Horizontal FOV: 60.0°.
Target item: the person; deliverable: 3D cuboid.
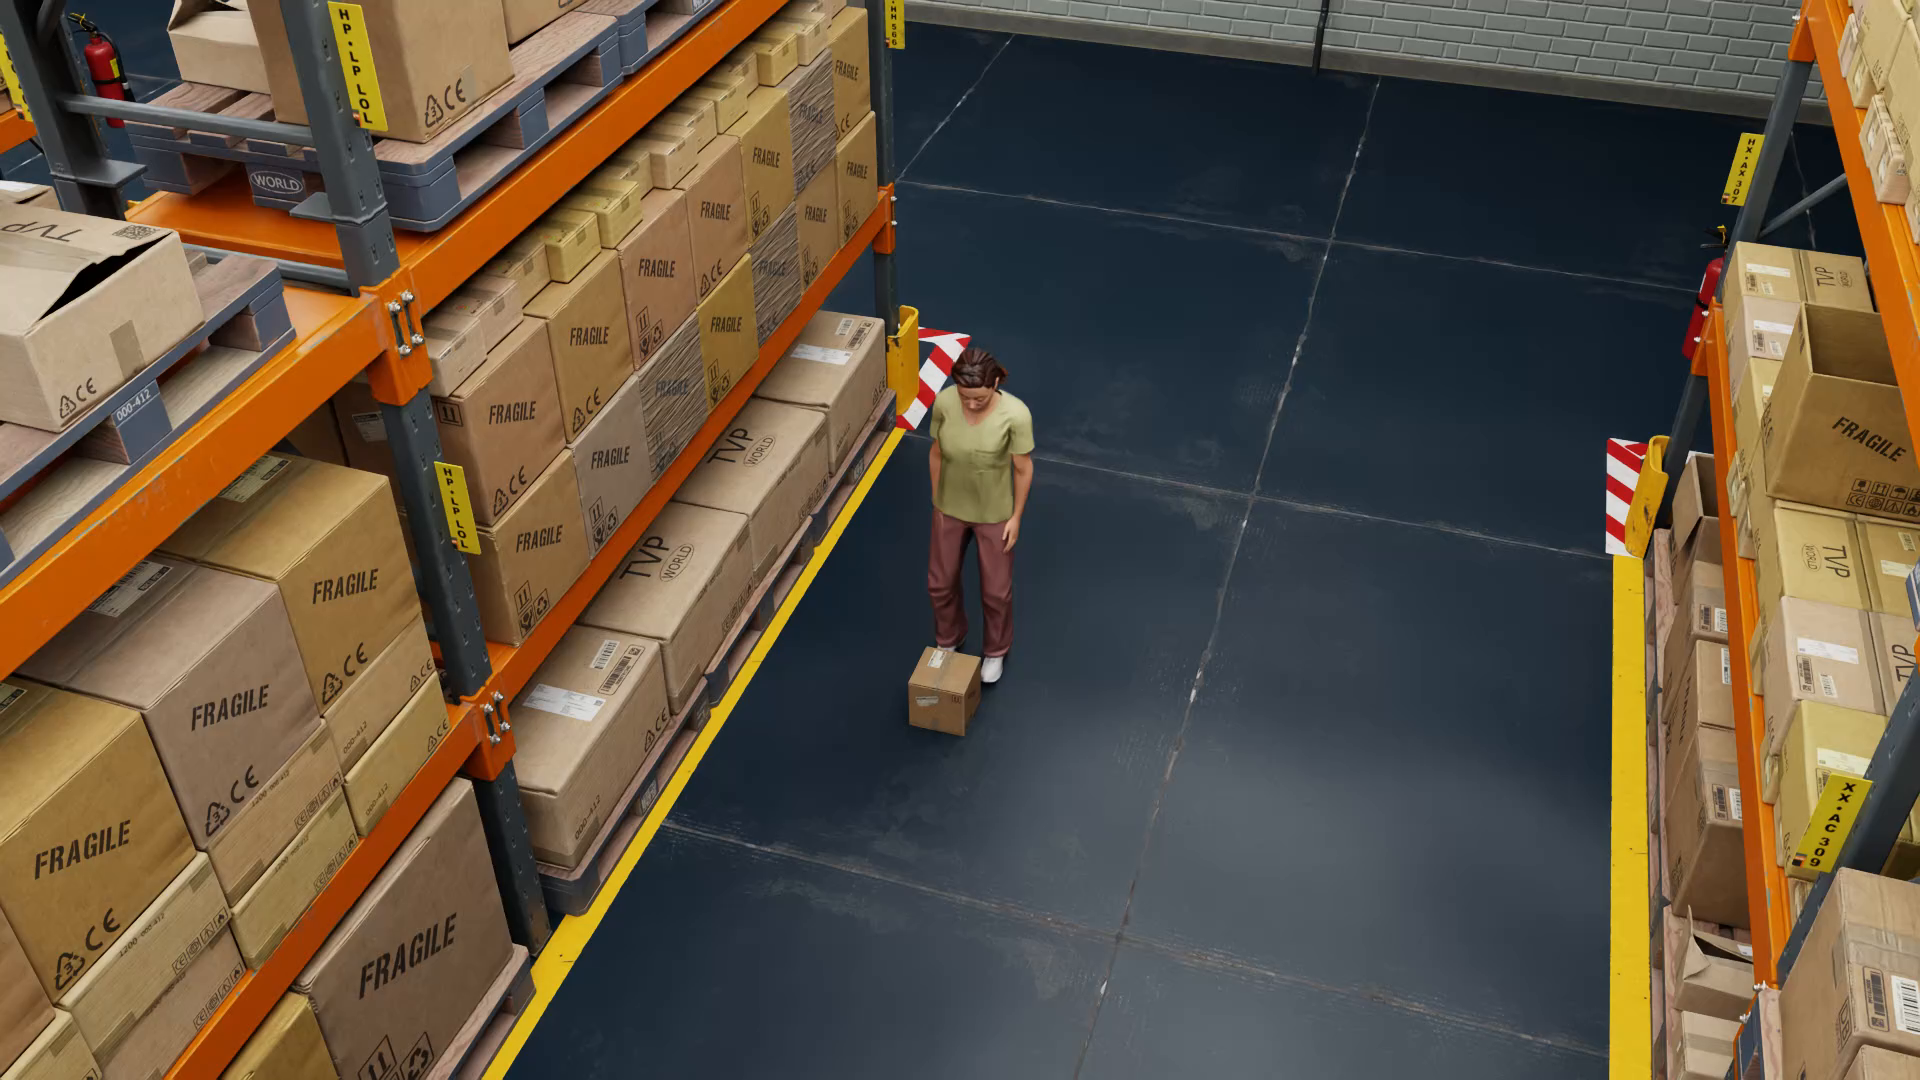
[{"bbox_3d":[0.078,-0.119,7.071,0.458,1.659,0.351,12,39,15],"label":"person"}]
